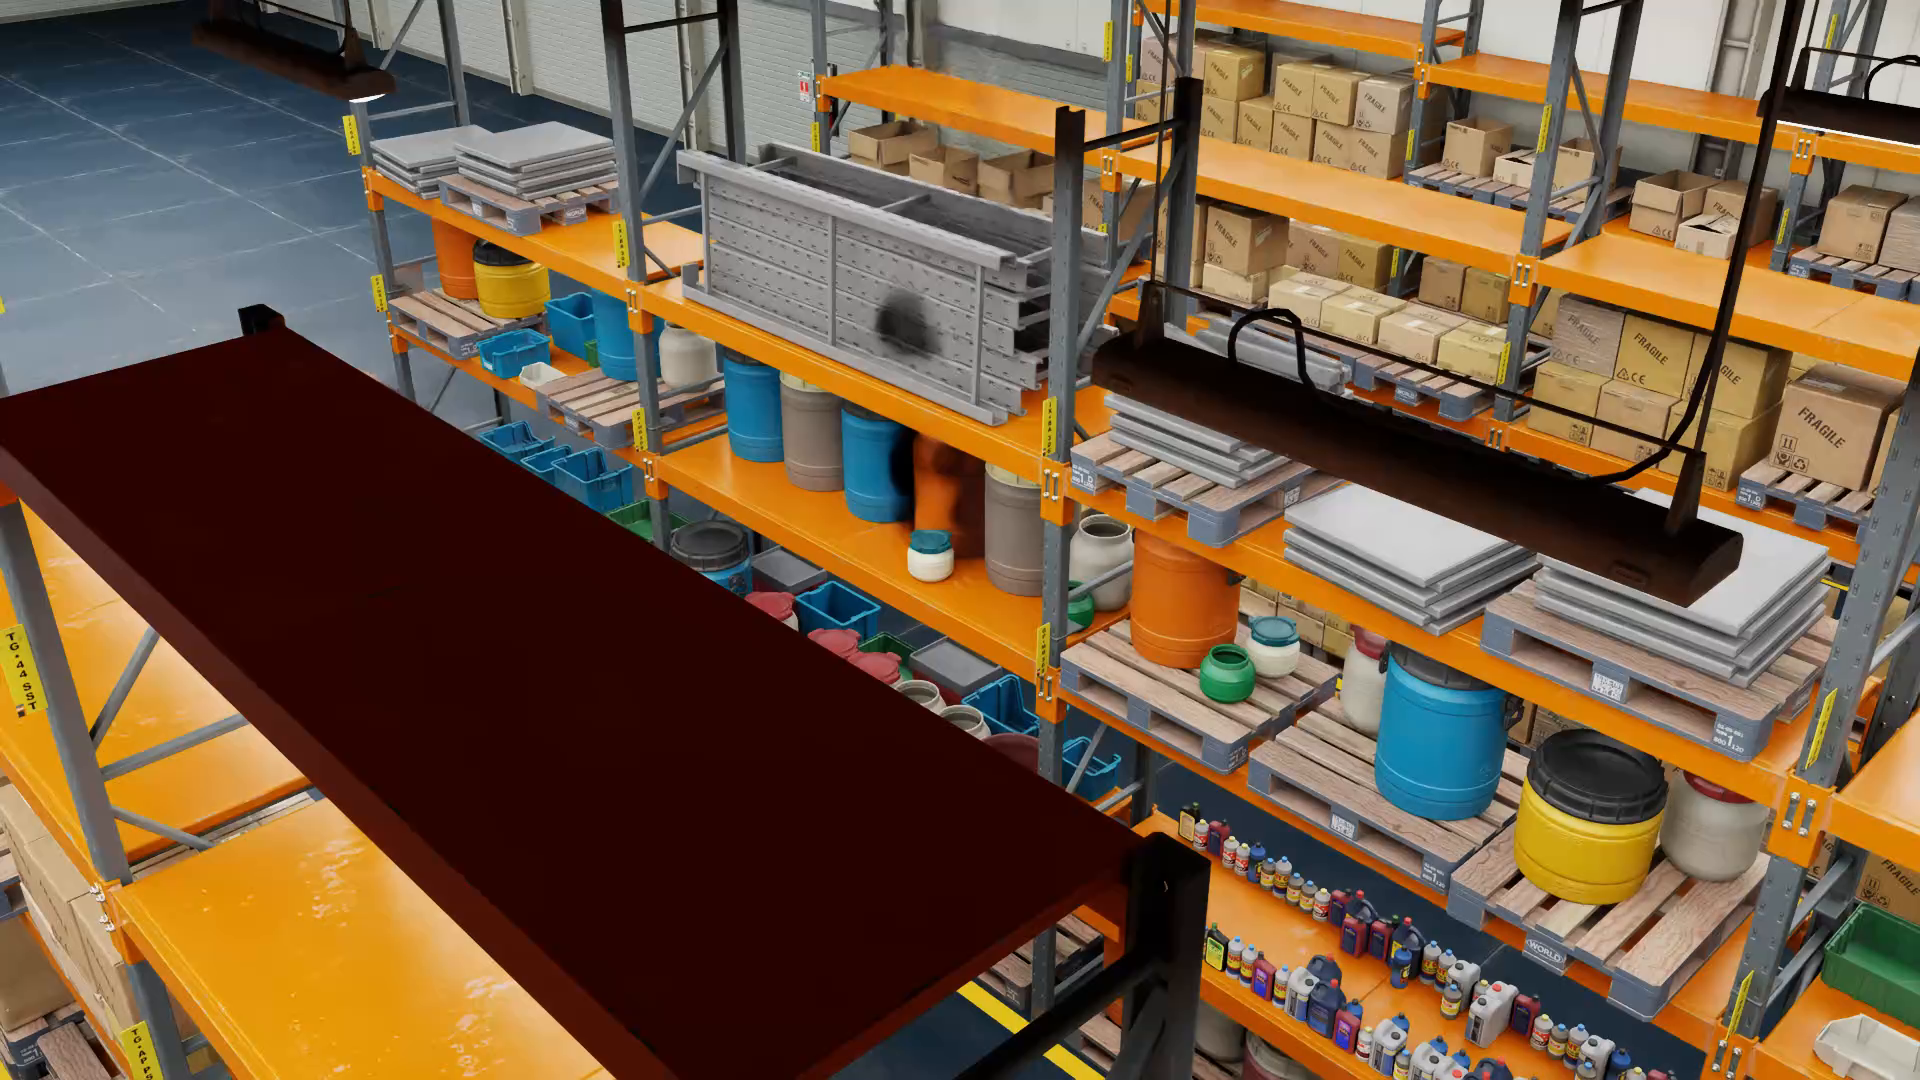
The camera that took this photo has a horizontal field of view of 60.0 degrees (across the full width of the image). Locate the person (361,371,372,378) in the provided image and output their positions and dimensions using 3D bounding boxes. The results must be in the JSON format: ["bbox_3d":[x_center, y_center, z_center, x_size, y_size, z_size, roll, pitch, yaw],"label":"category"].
[{"bbox_3d":[-5.739,-0.839,16.492,1.008,1.810,0.681,-10,30,-18],"label":"person"}]
